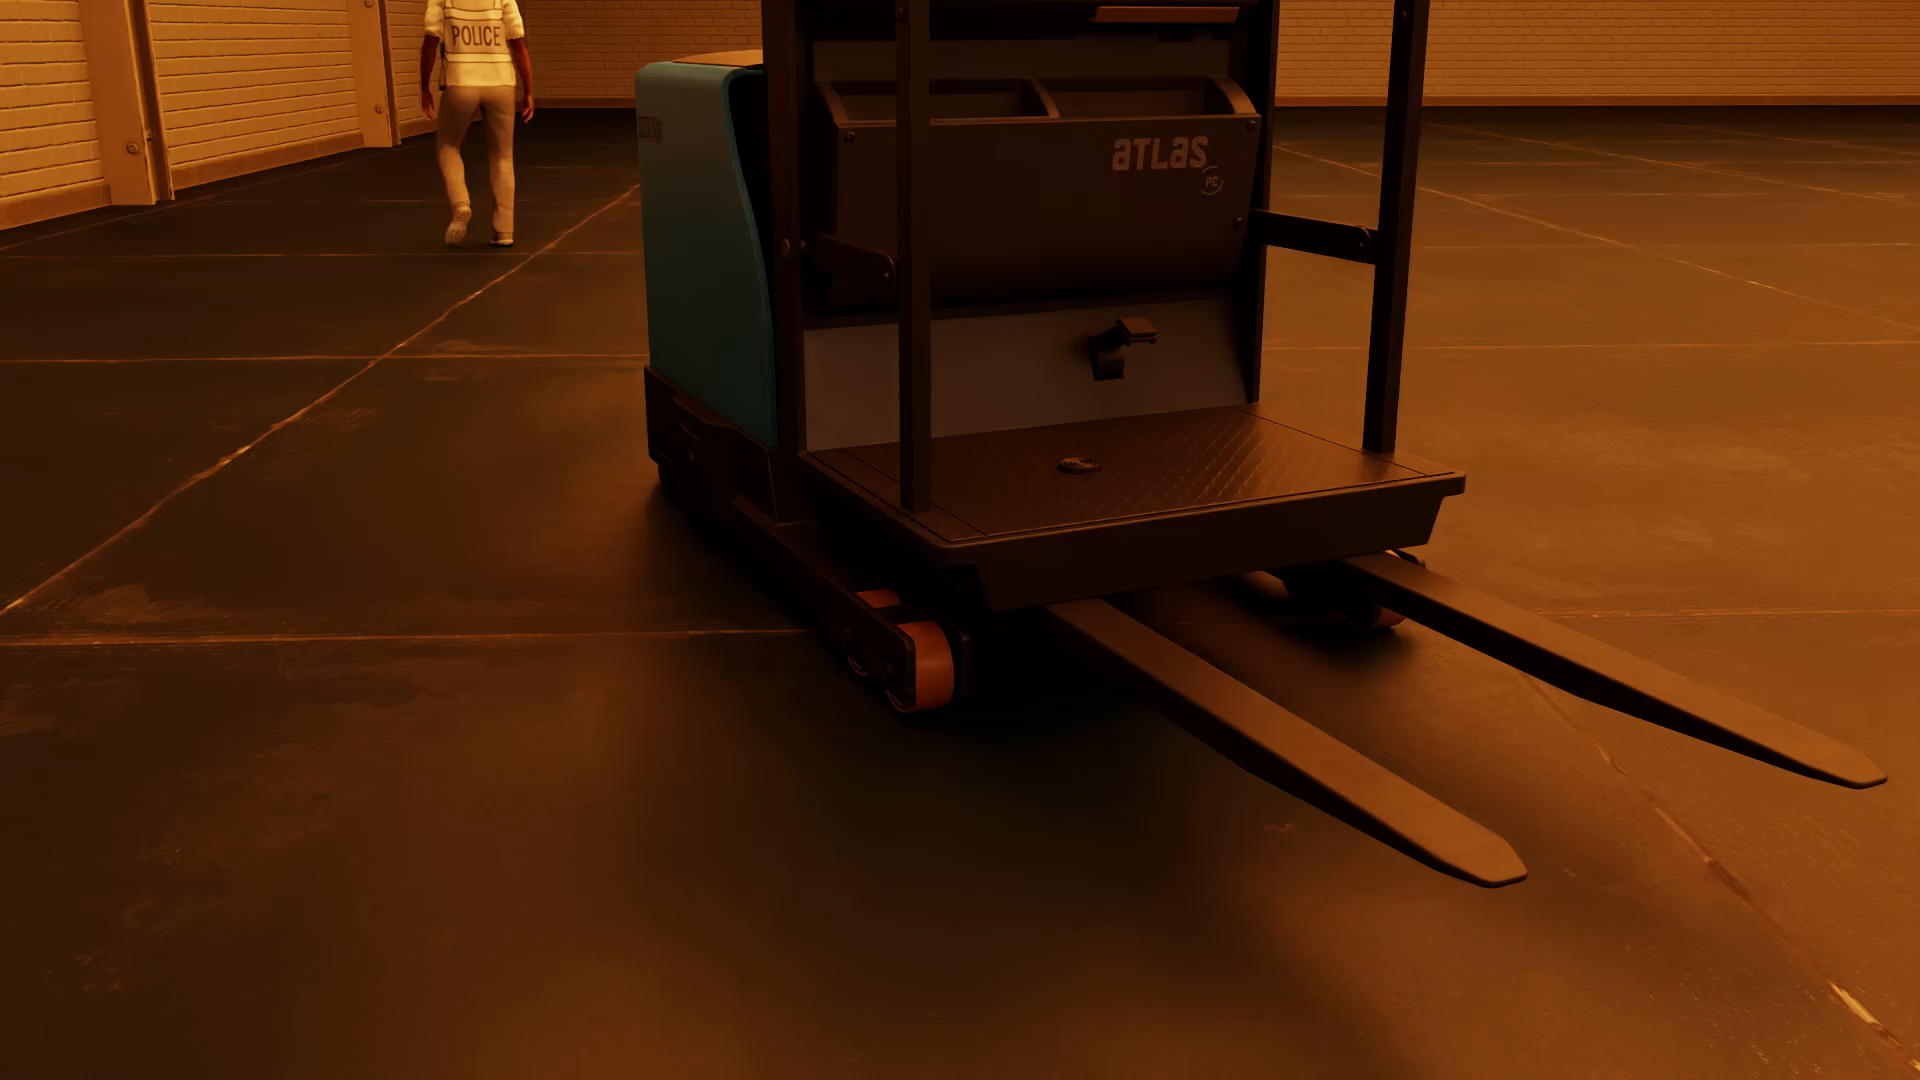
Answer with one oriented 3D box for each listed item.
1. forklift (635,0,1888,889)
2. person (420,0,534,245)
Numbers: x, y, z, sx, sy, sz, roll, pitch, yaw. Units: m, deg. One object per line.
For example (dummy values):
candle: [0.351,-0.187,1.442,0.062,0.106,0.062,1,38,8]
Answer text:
forklift: [0.258,-1.240,2.962,1.130,2.935,3.031,-8,19,-24]
person: [-2.661,-2.458,9.140,0.588,1.649,0.453,-6,18,-20]
